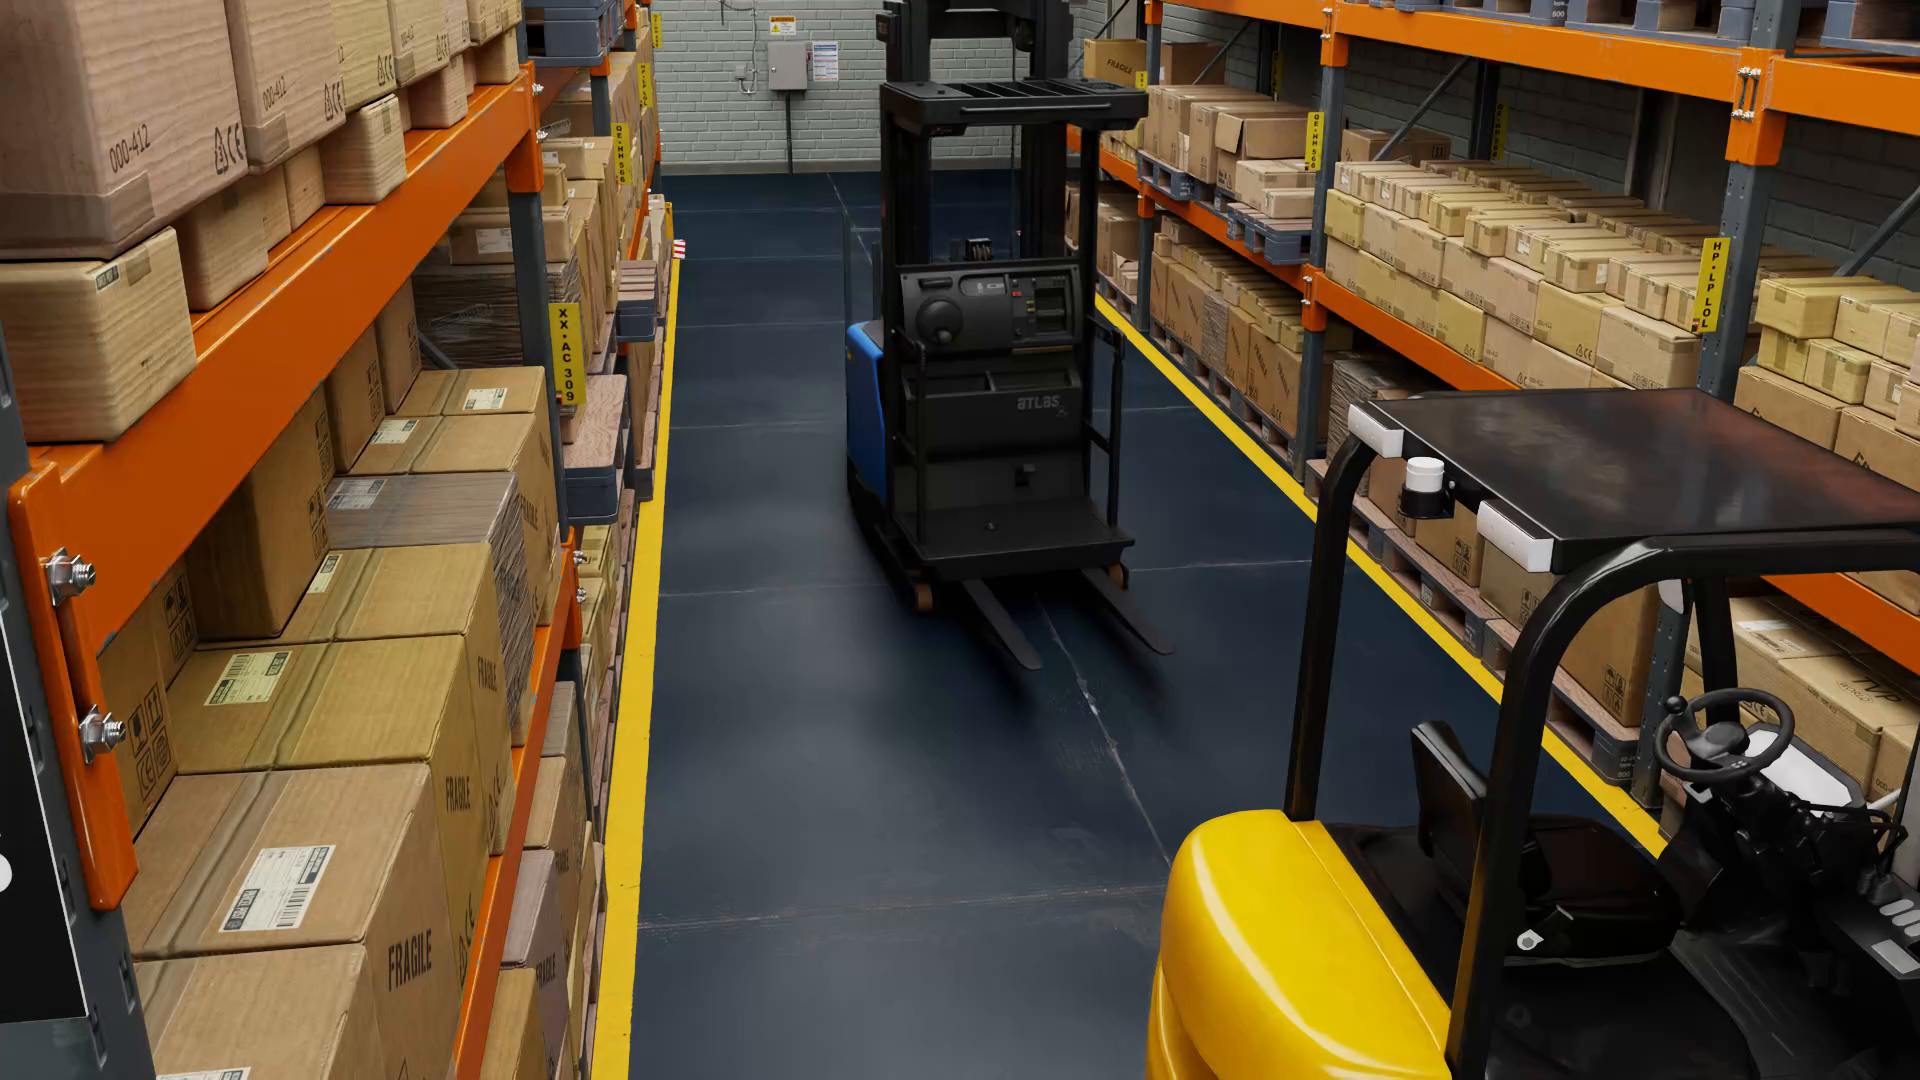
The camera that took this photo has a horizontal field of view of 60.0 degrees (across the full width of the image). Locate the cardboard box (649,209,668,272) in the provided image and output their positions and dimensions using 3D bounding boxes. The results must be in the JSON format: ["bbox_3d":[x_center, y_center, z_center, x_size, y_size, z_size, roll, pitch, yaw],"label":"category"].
[{"bbox_3d":[-3.177,-2.764,15.392,0.875,0.438,0.875,-2,21,-6],"label":"cardboard box"}]

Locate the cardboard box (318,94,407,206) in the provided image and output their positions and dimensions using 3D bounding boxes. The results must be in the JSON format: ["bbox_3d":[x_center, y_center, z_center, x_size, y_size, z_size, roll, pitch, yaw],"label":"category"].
[{"bbox_3d":[-1.122,-0.634,2.698,0.380,0.149,0.250,-3,21,-7],"label":"cardboard box"}]

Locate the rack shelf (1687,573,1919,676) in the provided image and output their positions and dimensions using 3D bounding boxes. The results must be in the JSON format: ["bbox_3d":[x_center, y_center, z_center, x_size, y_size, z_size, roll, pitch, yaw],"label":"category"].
[{"bbox_3d":[3.418,0.625,4.284,1.077,0.370,4.000,-3,21,-8],"label":"rack shelf"}]

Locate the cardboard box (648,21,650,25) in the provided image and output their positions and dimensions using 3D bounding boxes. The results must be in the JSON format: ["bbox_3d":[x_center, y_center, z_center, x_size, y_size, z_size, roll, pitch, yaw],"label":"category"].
[{"bbox_3d":[-3.207,-4.668,15.856,0.500,0.500,0.500,-2,21,-6],"label":"cardboard box"}]

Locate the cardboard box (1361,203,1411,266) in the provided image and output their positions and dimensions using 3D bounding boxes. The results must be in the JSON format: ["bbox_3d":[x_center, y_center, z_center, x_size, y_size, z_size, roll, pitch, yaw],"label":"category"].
[{"bbox_3d":[2.446,-1.614,8.751,0.500,0.250,0.500,-2,21,-6],"label":"cardboard box"}]

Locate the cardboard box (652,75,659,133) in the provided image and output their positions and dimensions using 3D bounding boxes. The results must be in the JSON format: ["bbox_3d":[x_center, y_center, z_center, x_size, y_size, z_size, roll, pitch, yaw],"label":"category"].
[{"bbox_3d":[-3.180,-4.201,16.034,0.500,0.500,0.500,-3,21,-7],"label":"cardboard box"}]

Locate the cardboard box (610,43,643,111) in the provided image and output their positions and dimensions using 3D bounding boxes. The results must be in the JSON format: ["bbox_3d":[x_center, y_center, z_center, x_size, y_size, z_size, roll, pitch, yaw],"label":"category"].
[{"bbox_3d":[-2.764,-3.615,13.037,0.500,0.500,0.500,-3,21,-7],"label":"cardboard box"}]

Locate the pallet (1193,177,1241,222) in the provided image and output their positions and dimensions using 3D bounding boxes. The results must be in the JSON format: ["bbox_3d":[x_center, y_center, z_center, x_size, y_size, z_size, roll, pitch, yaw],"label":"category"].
[{"bbox_3d":[2.268,-2.373,11.556,1.003,0.211,1.213,-3,21,-8],"label":"pallet"}]

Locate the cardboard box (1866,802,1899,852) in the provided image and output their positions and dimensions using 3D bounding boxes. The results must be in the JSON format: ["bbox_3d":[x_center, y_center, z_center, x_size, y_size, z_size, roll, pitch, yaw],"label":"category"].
[{"bbox_3d":[3.029,0.984,4.908,0.500,0.250,0.500,-3,21,-8],"label":"cardboard box"}]

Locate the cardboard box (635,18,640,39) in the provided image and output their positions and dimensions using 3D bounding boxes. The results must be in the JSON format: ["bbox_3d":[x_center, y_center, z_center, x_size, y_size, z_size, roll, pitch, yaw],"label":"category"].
[{"bbox_3d":[-2.840,-4.221,13.732,0.380,0.149,0.250,-4,21,-9],"label":"cardboard box"}]

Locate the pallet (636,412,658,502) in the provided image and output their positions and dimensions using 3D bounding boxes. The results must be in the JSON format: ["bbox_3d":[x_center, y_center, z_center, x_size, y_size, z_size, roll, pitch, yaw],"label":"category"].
[{"bbox_3d":[-2.398,-0.508,10.276,1.003,0.211,1.213,-3,21,-8],"label":"pallet"}]

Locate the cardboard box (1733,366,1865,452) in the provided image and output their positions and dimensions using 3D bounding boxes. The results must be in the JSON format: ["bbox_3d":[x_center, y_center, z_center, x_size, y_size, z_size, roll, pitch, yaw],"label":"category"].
[{"bbox_3d":[2.935,-0.285,5.548,0.500,0.500,0.500,-3,21,-9],"label":"cardboard box"}]

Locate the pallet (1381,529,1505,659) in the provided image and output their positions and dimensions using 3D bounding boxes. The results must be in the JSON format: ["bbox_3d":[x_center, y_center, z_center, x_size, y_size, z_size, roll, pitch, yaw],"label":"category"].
[{"bbox_3d":[2.805,0.225,8.312,1.003,0.211,1.213,-3,21,-8],"label":"pallet"}]

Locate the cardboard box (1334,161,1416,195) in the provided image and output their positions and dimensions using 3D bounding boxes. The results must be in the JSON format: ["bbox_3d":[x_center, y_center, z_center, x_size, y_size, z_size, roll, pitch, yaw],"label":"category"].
[{"bbox_3d":[2.307,-2.015,9.254,0.380,0.149,0.250,-2,21,-6],"label":"cardboard box"}]

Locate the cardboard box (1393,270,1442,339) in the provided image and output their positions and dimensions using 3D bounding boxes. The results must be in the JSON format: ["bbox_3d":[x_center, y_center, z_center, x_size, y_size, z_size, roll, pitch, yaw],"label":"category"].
[{"bbox_3d":[2.524,-1.201,8.359,0.500,0.250,0.500,-4,21,-10],"label":"cardboard box"}]

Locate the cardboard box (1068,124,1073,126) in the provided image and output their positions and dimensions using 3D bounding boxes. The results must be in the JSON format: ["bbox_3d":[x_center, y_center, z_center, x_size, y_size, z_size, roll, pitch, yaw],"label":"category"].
[{"bbox_3d":[1.258,-4.228,16.609,0.380,0.149,0.250,-2,21,-6],"label":"cardboard box"}]

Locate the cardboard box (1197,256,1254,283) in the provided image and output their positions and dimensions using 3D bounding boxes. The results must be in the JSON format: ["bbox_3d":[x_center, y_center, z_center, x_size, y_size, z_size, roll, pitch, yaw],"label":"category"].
[{"bbox_3d":[1.981,-2.004,12.339,0.380,0.149,0.250,-3,21,-8],"label":"cardboard box"}]

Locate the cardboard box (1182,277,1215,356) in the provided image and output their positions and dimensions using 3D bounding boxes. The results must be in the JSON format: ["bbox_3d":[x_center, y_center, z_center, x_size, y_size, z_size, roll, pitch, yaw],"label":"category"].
[{"bbox_3d":[1.977,-1.665,12.358,0.500,0.500,0.500,-4,21,-9],"label":"cardboard box"}]

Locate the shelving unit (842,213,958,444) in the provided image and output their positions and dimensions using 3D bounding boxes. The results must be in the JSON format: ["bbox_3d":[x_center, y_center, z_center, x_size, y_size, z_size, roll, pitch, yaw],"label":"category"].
[{"bbox_3d":[-0.372,-1.179,10.228,0.538,1.500,1.048,-5,21,-12],"label":"shelving unit"}]

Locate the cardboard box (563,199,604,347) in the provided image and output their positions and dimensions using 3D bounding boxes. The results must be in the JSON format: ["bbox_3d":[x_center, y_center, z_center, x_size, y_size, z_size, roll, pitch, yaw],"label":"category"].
[{"bbox_3d":[-1.696,-1.058,6.594,0.500,0.500,0.500,-3,21,-8],"label":"cardboard box"}]

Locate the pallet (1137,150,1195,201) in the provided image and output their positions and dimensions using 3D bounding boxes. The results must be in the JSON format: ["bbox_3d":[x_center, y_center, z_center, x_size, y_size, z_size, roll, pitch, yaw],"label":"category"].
[{"bbox_3d":[1.983,-2.802,12.707,1.003,0.211,1.213,-3,21,-8],"label":"pallet"}]

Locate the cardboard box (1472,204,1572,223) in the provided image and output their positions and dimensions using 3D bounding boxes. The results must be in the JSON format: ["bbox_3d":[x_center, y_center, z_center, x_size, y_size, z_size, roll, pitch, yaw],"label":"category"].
[{"bbox_3d":[2.637,-1.484,7.831,0.380,0.149,0.250,-3,21,-8],"label":"cardboard box"}]

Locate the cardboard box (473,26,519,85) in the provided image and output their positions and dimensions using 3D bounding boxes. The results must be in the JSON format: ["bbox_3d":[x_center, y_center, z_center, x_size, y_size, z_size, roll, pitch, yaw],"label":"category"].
[{"bbox_3d":[-1.434,-1.347,4.606,0.380,0.149,0.250,-3,21,-7],"label":"cardboard box"}]

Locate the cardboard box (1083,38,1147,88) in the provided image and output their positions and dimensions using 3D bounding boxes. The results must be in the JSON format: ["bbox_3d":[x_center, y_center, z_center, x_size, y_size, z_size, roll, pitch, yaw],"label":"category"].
[{"bbox_3d":[1.415,-4.290,15.132,0.500,0.500,0.500,-2,21,-6],"label":"cardboard box"}]

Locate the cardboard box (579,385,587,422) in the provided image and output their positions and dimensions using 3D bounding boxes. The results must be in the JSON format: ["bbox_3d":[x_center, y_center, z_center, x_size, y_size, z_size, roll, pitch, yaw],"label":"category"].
[{"bbox_3d":[-1.576,-0.526,6.097,0.380,0.149,0.250,-2,21,-7],"label":"cardboard box"}]

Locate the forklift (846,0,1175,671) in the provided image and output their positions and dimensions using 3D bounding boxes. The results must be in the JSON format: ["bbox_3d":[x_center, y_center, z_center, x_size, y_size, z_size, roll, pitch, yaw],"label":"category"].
[{"bbox_3d":[0.220,-1.153,8.113,1.130,2.935,3.031,-5,21,-14],"label":"forklift"}]

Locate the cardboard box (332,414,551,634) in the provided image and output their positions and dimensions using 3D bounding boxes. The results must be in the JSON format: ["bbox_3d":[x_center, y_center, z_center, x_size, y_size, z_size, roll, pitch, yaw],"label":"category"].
[{"bbox_3d":[-1.391,-0.020,4.415,0.500,0.500,0.500,-2,21,-6],"label":"cardboard box"}]

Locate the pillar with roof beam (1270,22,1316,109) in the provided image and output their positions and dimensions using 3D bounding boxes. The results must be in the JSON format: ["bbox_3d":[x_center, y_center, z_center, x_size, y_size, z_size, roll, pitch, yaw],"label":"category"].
[{"bbox_3d":[-1.492,-6.054,12.565,9.100,9.000,0.400,-3,21,-8],"label":"pillar with roof beam"}]

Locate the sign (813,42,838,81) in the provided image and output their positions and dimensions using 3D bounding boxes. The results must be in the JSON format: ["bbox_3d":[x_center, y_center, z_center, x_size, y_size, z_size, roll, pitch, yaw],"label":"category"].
[{"bbox_3d":[-1.789,-6.366,22.111,0.329,0.494,0.001,-3,21,-8],"label":"sign"}]

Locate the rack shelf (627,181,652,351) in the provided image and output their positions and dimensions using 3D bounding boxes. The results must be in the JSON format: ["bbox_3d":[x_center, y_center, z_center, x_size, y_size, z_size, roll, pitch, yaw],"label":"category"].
[{"bbox_3d":[-2.647,-1.893,11.027,1.077,0.370,4.000,-3,21,-8],"label":"rack shelf"}]

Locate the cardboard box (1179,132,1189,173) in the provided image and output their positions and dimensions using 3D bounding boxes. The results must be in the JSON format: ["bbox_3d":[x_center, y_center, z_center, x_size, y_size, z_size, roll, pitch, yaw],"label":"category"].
[{"bbox_3d":[1.797,-2.808,12.039,0.396,0.266,0.258,-2,21,-5],"label":"cardboard box"}]

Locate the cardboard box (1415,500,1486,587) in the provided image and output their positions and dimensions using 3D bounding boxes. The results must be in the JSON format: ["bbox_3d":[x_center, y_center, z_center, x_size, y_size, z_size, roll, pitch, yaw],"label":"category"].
[{"bbox_3d":[2.828,-0.198,8.254,0.875,0.625,0.625,-4,21,-10],"label":"cardboard box"}]

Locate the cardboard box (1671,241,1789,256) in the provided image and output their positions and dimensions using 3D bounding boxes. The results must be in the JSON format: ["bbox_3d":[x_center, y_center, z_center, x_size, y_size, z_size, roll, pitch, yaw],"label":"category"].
[{"bbox_3d":[3.212,-1.157,6.958,0.380,0.149,0.250,-3,21,-8],"label":"cardboard box"}]

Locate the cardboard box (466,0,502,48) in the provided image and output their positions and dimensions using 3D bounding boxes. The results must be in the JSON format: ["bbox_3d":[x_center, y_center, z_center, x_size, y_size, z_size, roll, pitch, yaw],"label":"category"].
[{"bbox_3d":[-1.378,-1.313,3.947,0.500,0.250,0.500,-3,21,-9],"label":"cardboard box"}]

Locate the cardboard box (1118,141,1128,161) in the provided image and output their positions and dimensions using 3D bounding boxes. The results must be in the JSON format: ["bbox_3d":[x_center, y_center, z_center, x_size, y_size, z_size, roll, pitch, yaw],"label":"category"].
[{"bbox_3d":[1.560,-3.332,14.210,0.380,0.149,0.250,-2,21,-6],"label":"cardboard box"}]

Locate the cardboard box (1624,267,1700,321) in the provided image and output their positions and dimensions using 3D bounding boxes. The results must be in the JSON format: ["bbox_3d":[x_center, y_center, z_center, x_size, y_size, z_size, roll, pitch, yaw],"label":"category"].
[{"bbox_3d":[2.805,-0.951,6.405,0.380,0.149,0.250,-3,21,-9],"label":"cardboard box"}]

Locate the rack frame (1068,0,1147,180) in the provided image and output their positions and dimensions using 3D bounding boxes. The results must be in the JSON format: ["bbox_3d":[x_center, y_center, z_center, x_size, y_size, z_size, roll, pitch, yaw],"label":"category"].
[{"bbox_3d":[1.399,-4.559,17.137,1.000,3.000,0.127,-3,21,-8],"label":"rack frame"}]

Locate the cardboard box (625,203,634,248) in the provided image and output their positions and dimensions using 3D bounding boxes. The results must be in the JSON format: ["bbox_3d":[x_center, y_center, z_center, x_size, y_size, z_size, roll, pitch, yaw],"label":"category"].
[{"bbox_3d":[-2.342,-2.009,10.521,0.500,0.250,0.500,-2,21,-6],"label":"cardboard box"}]

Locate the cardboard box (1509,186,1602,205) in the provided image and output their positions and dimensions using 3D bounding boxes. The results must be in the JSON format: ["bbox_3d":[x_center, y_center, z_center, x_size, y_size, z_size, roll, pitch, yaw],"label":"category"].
[{"bbox_3d":[2.990,-1.684,8.369,0.380,0.149,0.250,-3,21,-8],"label":"cardboard box"}]

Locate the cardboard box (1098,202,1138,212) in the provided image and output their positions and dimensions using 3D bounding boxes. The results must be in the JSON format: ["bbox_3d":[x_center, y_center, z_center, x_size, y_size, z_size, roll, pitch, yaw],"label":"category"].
[{"bbox_3d":[1.456,-2.883,15.619,0.500,0.500,0.500,-3,21,-7],"label":"cardboard box"}]

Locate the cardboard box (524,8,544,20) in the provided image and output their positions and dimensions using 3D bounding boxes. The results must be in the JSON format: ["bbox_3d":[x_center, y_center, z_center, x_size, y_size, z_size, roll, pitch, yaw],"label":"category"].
[{"bbox_3d":[-2.110,-2.465,7.094,0.797,0.503,0.637,-3,21,-8],"label":"cardboard box"}]

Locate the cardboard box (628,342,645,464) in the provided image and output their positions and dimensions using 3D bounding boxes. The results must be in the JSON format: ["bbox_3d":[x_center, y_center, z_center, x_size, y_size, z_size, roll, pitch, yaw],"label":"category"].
[{"bbox_3d":[-2.376,-0.983,9.997,0.875,0.875,0.875,-3,21,-8],"label":"cardboard box"}]

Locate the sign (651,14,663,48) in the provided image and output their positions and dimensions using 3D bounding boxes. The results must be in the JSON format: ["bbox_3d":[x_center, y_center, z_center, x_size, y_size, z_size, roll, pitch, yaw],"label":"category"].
[{"bbox_3d":[-2.973,-4.984,16.279,0.100,0.325,0.005,-3,21,-8],"label":"sign"}]

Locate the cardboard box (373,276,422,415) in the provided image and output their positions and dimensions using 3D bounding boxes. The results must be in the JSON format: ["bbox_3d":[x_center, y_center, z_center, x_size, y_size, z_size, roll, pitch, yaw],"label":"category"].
[{"bbox_3d":[-1.933,-0.644,4.657,0.700,0.500,0.500,-3,21,-8],"label":"cardboard box"}]

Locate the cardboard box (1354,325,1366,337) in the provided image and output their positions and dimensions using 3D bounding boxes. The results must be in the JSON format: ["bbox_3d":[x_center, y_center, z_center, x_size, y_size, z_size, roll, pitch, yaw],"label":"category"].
[{"bbox_3d":[2.774,-1.409,10.746,0.380,0.149,0.250,-2,21,-6],"label":"cardboard box"}]

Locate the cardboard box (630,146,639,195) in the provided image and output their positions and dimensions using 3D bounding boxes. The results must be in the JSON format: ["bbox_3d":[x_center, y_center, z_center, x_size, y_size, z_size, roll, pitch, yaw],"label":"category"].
[{"bbox_3d":[-2.380,-2.418,10.904,0.500,0.250,0.500,-3,21,-7],"label":"cardboard box"}]

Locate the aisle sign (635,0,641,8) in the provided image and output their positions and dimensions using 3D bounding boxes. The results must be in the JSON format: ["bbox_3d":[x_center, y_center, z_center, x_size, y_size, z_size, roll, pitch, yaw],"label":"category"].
[{"bbox_3d":[-3.215,-5.566,16.117,0.394,0.787,0.004,-3,21,-8],"label":"aisle sign"}]

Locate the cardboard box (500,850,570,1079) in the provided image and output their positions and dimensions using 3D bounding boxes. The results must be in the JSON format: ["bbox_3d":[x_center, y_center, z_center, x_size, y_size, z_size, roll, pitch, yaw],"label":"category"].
[{"bbox_3d":[-1.281,1.131,4.159,0.500,0.500,0.500,-2,21,-5],"label":"cardboard box"}]

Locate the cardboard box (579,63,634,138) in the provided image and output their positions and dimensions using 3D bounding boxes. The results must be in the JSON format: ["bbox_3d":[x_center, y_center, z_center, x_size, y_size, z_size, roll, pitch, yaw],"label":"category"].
[{"bbox_3d":[-2.487,-2.941,11.231,0.500,0.500,0.500,-2,21,-6],"label":"cardboard box"}]

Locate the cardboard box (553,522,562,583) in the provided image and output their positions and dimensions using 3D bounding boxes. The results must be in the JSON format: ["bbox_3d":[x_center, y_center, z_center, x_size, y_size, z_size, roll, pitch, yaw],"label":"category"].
[{"bbox_3d":[-1.434,0.061,5.126,0.380,0.149,0.250,-3,21,-8],"label":"cardboard box"}]

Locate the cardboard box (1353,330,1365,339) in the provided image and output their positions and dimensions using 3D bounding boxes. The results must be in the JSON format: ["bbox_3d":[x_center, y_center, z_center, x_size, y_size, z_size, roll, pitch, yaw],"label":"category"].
[{"bbox_3d":[2.718,-1.146,10.971,0.500,0.500,0.500,-3,21,-8],"label":"cardboard box"}]

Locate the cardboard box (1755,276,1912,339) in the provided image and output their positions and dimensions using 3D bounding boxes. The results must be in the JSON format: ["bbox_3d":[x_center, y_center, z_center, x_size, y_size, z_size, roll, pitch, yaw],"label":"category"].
[{"bbox_3d":[2.882,-0.769,5.494,0.380,0.149,0.250,-2,21,-7],"label":"cardboard box"}]

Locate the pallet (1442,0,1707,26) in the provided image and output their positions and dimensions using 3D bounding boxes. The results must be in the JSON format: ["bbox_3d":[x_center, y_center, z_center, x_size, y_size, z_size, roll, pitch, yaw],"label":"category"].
[{"bbox_3d":[2.903,-2.489,7.575,1.003,0.211,1.213,-2,21,-5],"label":"pallet"}]

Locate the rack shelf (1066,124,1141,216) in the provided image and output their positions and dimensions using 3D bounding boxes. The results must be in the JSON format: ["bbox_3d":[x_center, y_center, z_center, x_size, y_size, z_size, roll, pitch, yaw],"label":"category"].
[{"bbox_3d":[1.688,-3.530,15.409,1.077,0.370,4.000,-3,21,-8],"label":"rack shelf"}]

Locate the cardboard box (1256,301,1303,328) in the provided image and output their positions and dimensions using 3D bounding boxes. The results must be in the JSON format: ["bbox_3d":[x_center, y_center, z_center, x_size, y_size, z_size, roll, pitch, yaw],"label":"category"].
[{"bbox_3d":[2.167,-1.464,10.893,0.380,0.149,0.250,-4,21,-10],"label":"cardboard box"}]
